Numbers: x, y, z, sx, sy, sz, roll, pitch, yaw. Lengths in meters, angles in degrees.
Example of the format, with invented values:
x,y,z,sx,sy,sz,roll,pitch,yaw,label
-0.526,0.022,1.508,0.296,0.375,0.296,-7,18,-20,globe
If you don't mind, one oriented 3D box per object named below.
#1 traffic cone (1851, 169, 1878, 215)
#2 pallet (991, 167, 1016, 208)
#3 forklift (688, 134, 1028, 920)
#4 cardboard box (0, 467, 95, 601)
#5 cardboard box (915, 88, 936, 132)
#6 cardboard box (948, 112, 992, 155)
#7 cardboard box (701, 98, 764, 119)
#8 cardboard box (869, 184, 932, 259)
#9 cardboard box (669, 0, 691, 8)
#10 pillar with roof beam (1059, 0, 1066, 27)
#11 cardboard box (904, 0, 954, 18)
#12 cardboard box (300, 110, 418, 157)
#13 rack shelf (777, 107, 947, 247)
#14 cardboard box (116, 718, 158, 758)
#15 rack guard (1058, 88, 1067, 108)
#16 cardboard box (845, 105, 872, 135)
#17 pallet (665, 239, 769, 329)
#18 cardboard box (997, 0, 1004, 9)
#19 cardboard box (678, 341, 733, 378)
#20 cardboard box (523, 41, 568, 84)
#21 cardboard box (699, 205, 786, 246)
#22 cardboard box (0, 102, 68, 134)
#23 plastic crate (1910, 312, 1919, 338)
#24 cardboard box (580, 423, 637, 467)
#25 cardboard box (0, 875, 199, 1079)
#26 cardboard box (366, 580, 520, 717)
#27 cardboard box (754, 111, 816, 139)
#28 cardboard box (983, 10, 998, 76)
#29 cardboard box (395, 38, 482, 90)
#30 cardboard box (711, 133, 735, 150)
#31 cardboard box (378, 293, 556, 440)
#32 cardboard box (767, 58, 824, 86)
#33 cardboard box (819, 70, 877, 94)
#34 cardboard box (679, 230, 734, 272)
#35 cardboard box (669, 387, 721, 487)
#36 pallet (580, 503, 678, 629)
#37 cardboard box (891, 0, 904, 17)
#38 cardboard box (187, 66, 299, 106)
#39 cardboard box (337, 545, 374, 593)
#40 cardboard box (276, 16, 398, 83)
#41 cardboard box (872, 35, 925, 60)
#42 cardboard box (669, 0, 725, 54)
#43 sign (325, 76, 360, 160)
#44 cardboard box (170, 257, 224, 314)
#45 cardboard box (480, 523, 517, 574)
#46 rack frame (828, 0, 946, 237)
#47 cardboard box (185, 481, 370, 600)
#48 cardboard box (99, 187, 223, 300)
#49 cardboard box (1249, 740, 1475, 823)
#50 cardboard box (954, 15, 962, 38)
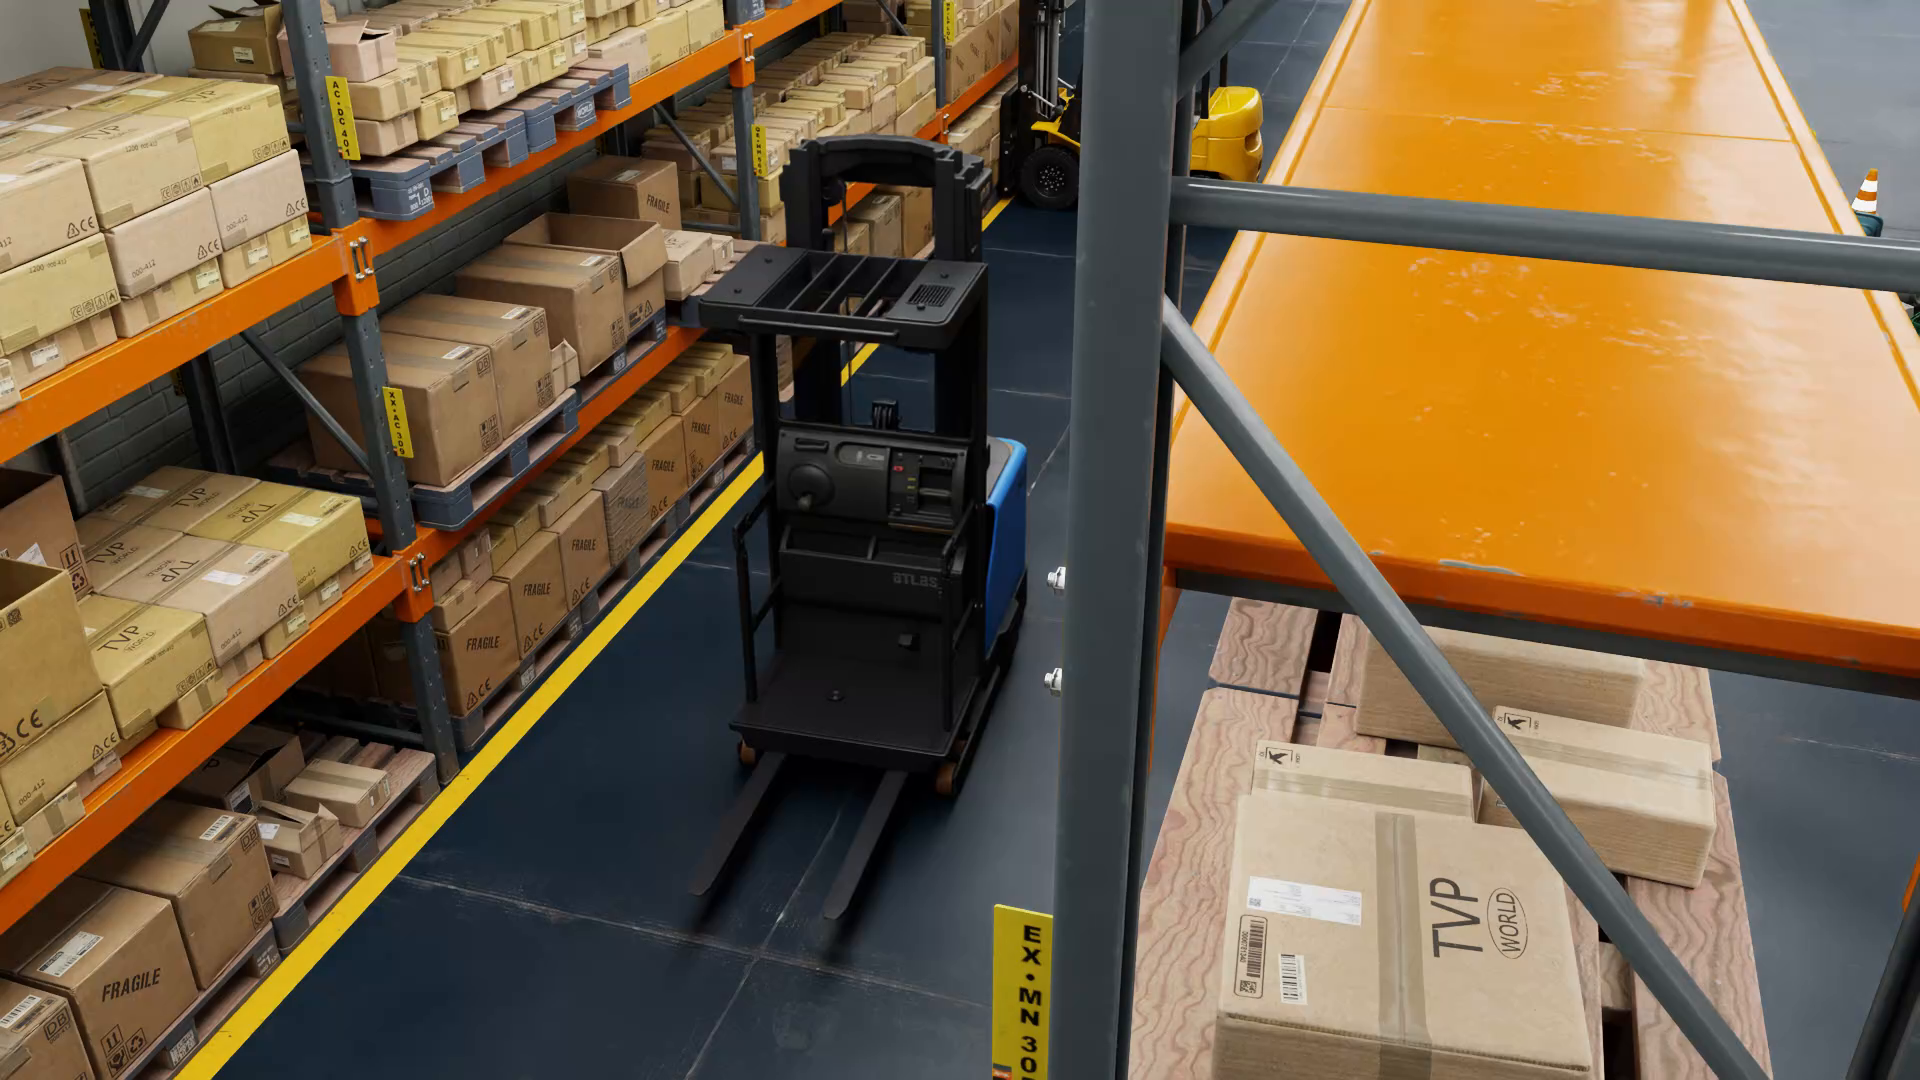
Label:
x,y,z,sx,sy,sz,roll,pitch,yaw,label
8.551,-3.263,15.675,0.336,0.463,0.334,8,30,15,traffic cone
0.012,-3.637,16.605,1.003,0.211,1.213,8,30,15,pallet
-0.473,-0.249,7.718,1.130,2.935,3.031,7,30,12,forklift
-3.657,0.057,6.174,0.500,0.500,0.500,8,30,13,cardboard box
-0.515,-3.586,13.800,0.500,0.250,0.500,9,30,16,cardboard box
-0.016,-3.758,15.323,0.500,0.250,0.500,9,30,15,cardboard box
-1.629,-3.055,11.921,0.380,0.149,0.250,8,30,15,cardboard box
-0.760,-2.825,14.288,0.875,0.625,0.625,10,31,17,cardboard box
-1.760,-3.167,9.551,0.380,0.149,0.250,8,30,14,cardboard box
5.367,-10.382,19.692,9.100,9.000,0.400,8,30,15,pillar with roof beam
-0.267,-4.623,14.433,0.380,0.149,0.250,9,30,16,cardboard box
-2.498,-1.715,6.921,0.380,0.149,0.250,9,30,16,cardboard box
-1.204,-2.679,12.755,1.077,0.370,4.000,8,30,15,rack shelf
-3.260,0.682,6.232,0.380,0.149,0.250,9,30,16,cardboard box
0.564,-4.701,18.221,1.175,0.500,0.348,8,30,15,rack guard
-0.983,-3.102,12.417,0.500,0.250,0.500,9,30,16,cardboard box
-1.923,-1.655,10.372,1.213,0.211,1.003,8,30,15,pallet
0.200,-5.076,15.555,0.380,0.149,0.250,8,30,14,cardboard box
-1.694,-1.173,10.780,0.380,0.149,0.250,7,30,12,cardboard box
-2.117,-2.307,7.985,0.380,0.149,0.250,9,30,16,cardboard box
-1.428,-2.170,11.254,0.500,0.250,0.500,9,30,15,cardboard box
-3.520,-1.366,5.904,0.500,0.250,0.500,8,30,13,cardboard box
7.689,-1.621,12.947,0.662,0.188,0.450,-24,47,-37,plastic crate
-2.110,-0.561,9.680,0.380,0.149,0.250,7,30,12,cardboard box
-3.331,1.669,6.339,0.500,0.500,0.500,9,30,16,cardboard box
-2.609,0.511,8.420,0.500,0.500,0.500,10,31,17,cardboard box
-1.224,-2.868,11.585,0.380,0.149,0.250,9,30,15,cardboard box
0.047,-4.615,15.393,0.500,0.500,0.500,8,30,14,cardboard box
-2.333,-2.085,7.280,0.380,0.149,0.250,8,30,14,cardboard box
-1.777,-2.703,11.699,0.500,0.250,0.500,9,30,15,cardboard box
-2.458,-0.866,8.221,0.700,0.500,0.500,9,30,15,cardboard box
-1.281,-3.650,12.991,0.380,0.149,0.250,8,30,15,cardboard box
-0.852,-3.461,12.652,0.380,0.149,0.250,9,30,15,cardboard box
-1.618,-1.778,10.222,0.380,0.149,0.250,9,30,16,cardboard box
-1.867,-0.697,10.592,0.500,0.500,0.500,8,30,14,cardboard box
-2.407,0.061,9.958,1.003,0.211,1.213,8,30,15,pallet
-0.699,-4.682,14.540,0.380,0.149,0.250,8,30,14,cardboard box
-2.989,-1.919,6.982,0.380,0.149,0.250,8,30,14,cardboard box
-2.818,0.089,7.298,0.380,0.149,0.250,9,30,16,cardboard box
-2.543,-2.034,6.763,0.396,0.266,0.258,8,30,14,cardboard box
-0.505,-4.060,13.727,0.380,0.149,0.250,10,30,17,cardboard box
-1.710,-3.036,9.726,0.500,0.250,0.500,7,30,13,cardboard box
-2.445,-1.668,6.580,0.100,0.325,0.005,8,30,15,sign
-2.951,-0.960,6.098,0.380,0.149,0.250,10,30,17,cardboard box
-2.534,0.031,8.616,0.380,0.149,0.250,7,30,12,cardboard box
-0.617,-3.923,14.251,1.000,3.000,0.127,8,30,15,rack frame
-2.882,0.002,7.044,0.500,0.250,0.500,9,30,16,cardboard box
-3.010,-1.077,5.899,0.500,0.250,0.500,7,30,13,cardboard box
0.699,0.504,2.932,0.380,0.149,0.250,6,30,11,cardboard box
-0.198,-4.481,14.485,0.380,0.149,0.250,9,30,16,cardboard box
